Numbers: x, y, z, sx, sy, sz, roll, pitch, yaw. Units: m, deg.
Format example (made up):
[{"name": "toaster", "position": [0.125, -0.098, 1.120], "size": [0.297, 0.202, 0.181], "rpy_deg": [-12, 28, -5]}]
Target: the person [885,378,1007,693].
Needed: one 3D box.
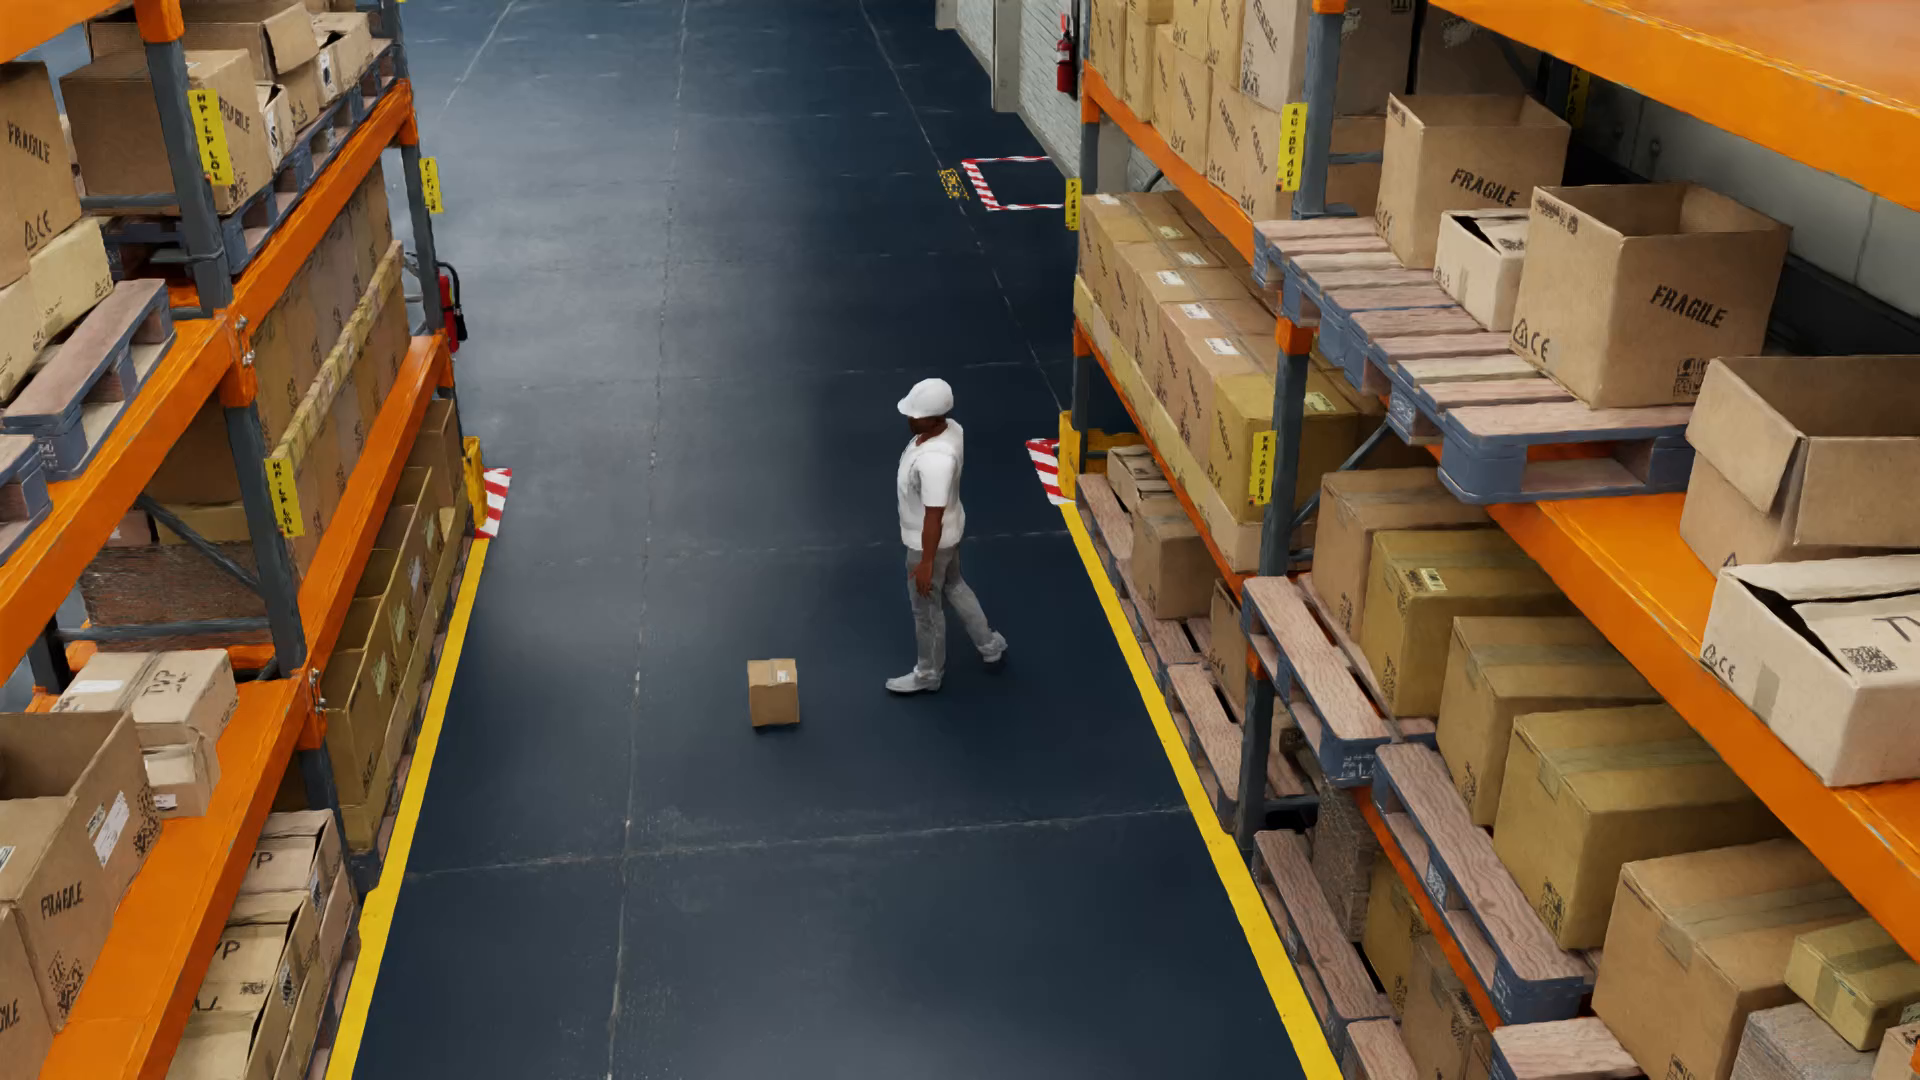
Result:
[{"name": "person", "position": [-0.077, -0.029, 8.650], "size": [0.600, 1.770, 0.742], "rpy_deg": [4, 27, 8]}]
